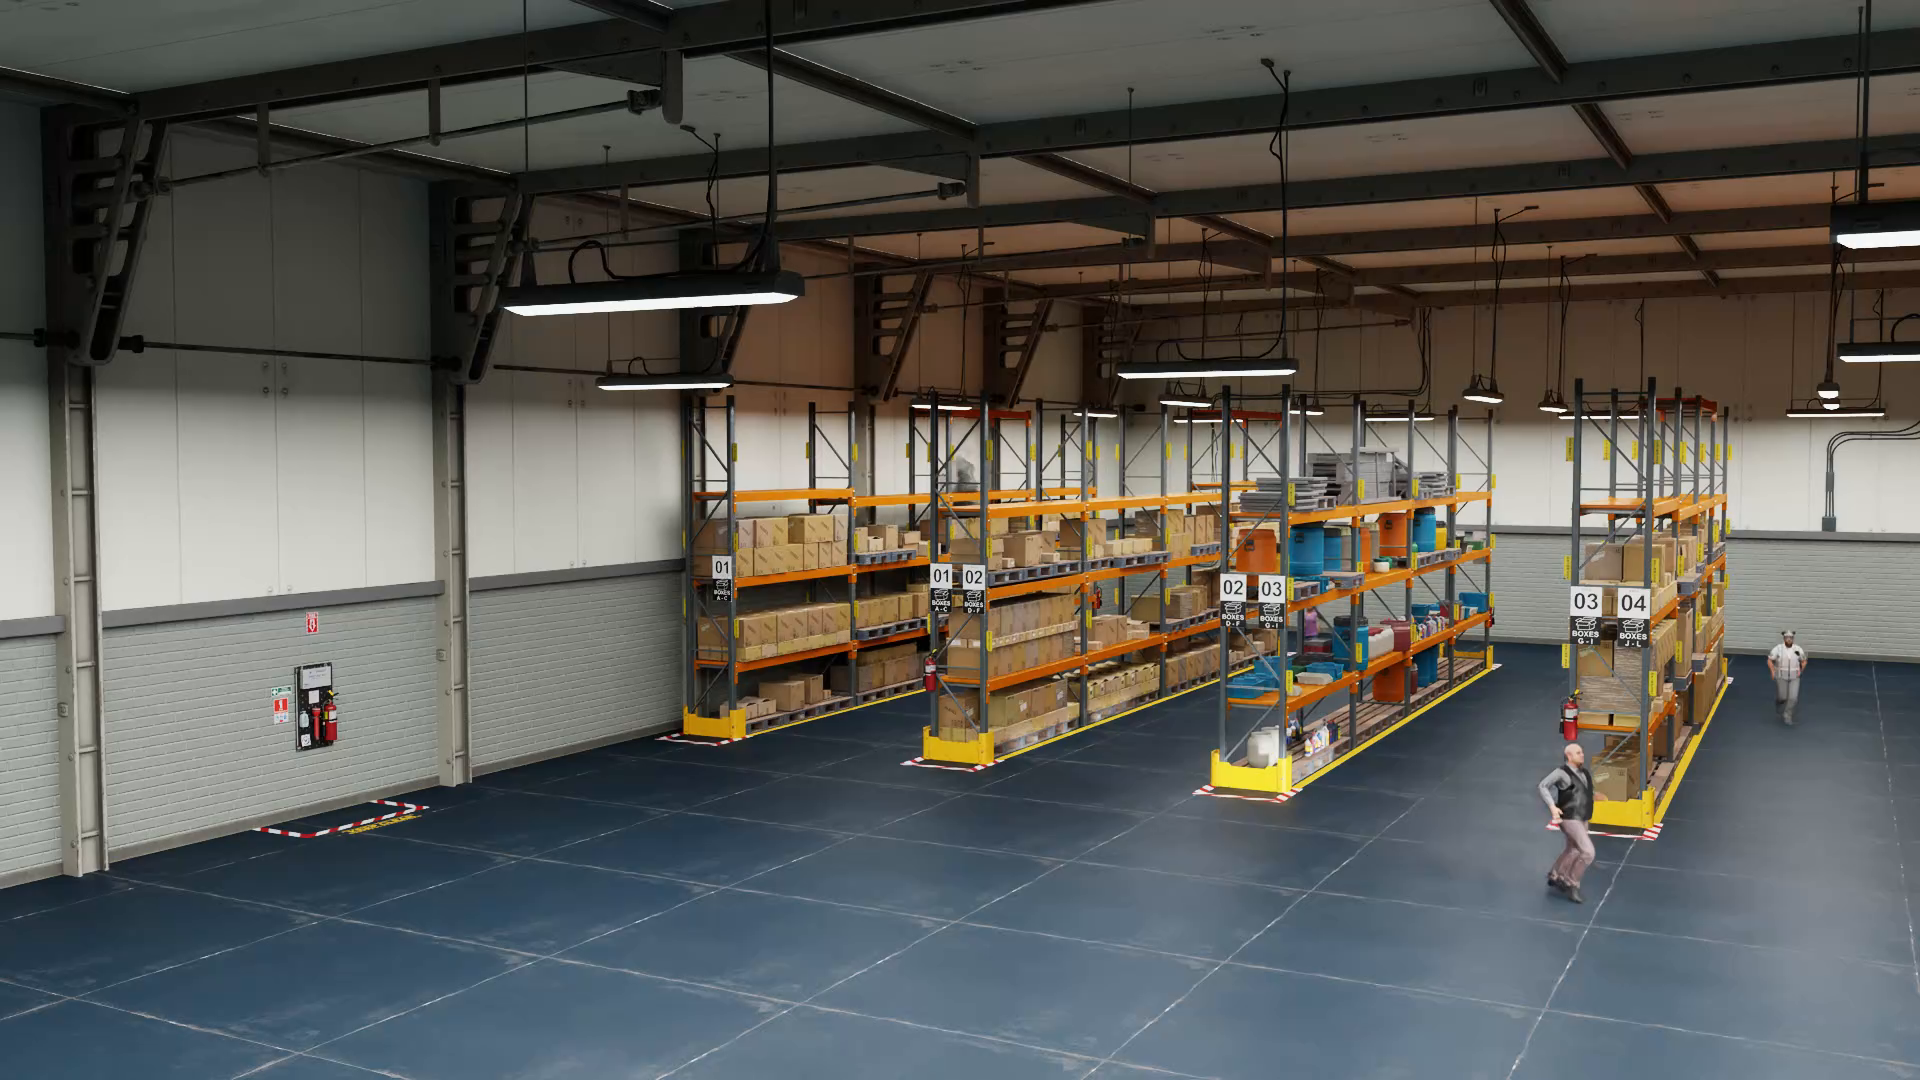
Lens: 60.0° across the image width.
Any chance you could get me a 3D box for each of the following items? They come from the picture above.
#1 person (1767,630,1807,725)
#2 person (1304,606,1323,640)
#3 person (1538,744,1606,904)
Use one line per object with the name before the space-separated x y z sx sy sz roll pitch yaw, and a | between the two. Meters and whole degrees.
person | 15.307 2.521 30.760 0.664 1.742 0.602 1 3 18
person | 7.950 2.193 37.844 0.527 1.622 0.809 1 3 23
person | 6.881 3.168 18.621 0.629 1.762 0.732 -2 4 -39
